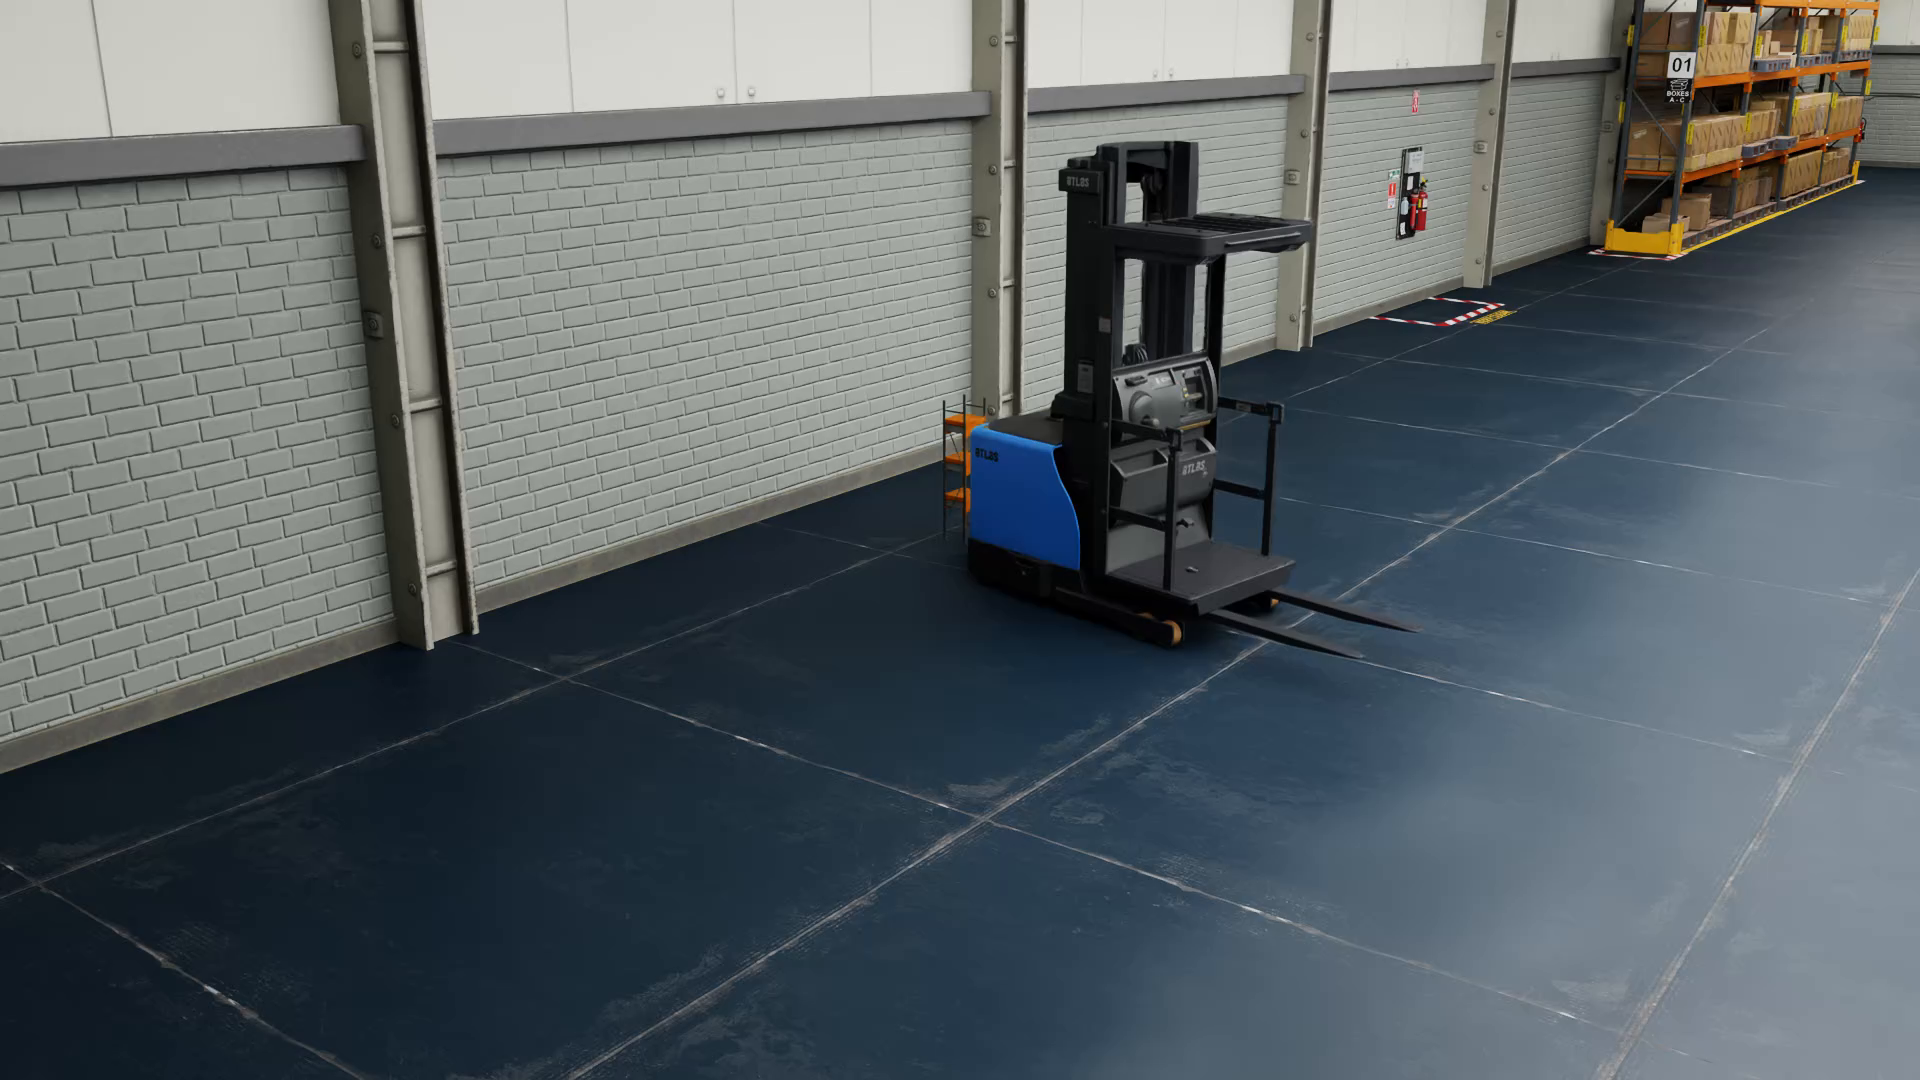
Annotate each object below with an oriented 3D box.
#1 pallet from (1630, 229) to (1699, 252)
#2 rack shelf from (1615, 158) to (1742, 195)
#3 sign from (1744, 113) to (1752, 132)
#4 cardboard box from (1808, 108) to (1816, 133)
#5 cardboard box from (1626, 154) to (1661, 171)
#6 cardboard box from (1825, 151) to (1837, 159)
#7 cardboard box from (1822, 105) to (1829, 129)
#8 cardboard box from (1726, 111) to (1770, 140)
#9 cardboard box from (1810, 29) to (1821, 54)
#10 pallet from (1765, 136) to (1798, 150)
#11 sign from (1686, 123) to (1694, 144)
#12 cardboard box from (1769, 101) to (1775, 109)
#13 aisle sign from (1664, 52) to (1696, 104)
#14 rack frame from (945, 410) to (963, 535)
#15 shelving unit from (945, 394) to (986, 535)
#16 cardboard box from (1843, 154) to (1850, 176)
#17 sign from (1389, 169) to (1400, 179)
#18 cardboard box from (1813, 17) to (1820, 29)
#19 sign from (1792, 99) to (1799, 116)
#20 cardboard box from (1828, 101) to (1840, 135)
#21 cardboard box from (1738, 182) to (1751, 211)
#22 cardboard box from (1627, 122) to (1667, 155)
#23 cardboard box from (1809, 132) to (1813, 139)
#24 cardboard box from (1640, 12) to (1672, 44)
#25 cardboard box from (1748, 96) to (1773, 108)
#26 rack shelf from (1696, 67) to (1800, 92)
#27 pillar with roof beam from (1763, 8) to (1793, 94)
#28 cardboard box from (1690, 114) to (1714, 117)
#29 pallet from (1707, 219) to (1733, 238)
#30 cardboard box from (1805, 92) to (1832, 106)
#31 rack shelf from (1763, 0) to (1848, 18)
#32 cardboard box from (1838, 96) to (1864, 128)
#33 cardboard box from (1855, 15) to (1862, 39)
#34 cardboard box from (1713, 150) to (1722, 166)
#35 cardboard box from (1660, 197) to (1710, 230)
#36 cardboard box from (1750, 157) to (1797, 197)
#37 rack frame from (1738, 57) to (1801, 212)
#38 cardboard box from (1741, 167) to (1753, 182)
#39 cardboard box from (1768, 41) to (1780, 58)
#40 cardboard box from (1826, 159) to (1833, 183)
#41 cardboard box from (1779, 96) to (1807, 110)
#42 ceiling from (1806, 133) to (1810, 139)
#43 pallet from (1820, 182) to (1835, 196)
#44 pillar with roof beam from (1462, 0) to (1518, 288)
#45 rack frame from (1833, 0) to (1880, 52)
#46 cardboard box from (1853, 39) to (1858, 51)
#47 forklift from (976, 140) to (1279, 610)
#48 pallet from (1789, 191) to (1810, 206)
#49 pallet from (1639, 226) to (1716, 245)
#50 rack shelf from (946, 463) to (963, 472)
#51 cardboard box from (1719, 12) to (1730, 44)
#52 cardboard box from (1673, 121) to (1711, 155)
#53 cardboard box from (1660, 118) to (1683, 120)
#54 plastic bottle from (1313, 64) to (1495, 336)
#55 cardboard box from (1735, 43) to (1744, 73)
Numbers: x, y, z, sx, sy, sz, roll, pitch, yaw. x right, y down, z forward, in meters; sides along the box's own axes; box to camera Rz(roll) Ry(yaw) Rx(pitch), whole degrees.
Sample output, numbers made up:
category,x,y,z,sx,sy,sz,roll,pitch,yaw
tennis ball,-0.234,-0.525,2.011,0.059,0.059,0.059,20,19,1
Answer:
category,x,y,z,sx,sy,sz,roll,pitch,yaw
pallet,11.895,-5.107,28.332,1.003,0.211,1.213,12,21,35
rack shelf,12.529,-6.366,28.898,1.077,0.370,4.000,12,21,35
sign,14.161,-7.505,29.894,0.100,0.325,0.005,12,21,35
cardboard box,17.519,-8.775,34.738,0.500,0.500,0.500,13,22,36
cardboard box,11.460,-6.316,27.745,0.500,0.250,0.500,13,21,35
cardboard box,19.677,-8.741,37.748,0.380,0.149,0.250,12,21,33
cardboard box,18.415,-9.136,35.901,0.500,0.500,0.500,12,21,34
cardboard box,15.108,-7.982,31.978,0.700,0.500,0.500,12,21,35
cardboard box,17.595,-10.447,34.860,0.700,0.500,0.500,12,21,34
pallet,15.765,-7.858,32.814,1.213,0.211,1.003,12,21,35
sign,11.773,-6.551,26.820,0.100,0.325,0.005,12,21,35
cardboard box,15.923,-8.619,32.935,0.380,0.149,0.250,9,20,28
aisle sign,11.536,-7.404,26.646,0.394,0.787,0.004,12,21,35
rack frame,-0.040,-0.485,12.035,0.190,0.915,0.003,12,21,35
shelving unit,0.033,-0.514,12.130,0.215,1.050,0.249,12,21,35
cardboard box,20.534,-8.866,39.243,0.700,0.500,0.500,12,21,35
sign,5.580,-4.698,21.360,0.001,0.109,0.331,12,21,35
cardboard box,17.858,-10.953,35.224,0.500,0.250,0.500,14,22,39
sign,16.546,-8.560,32.931,0.100,0.325,0.005,12,21,35
cardboard box,18.824,-9.361,36.823,0.980,0.700,0.700,13,21,36
cardboard box,14.750,-6.627,31.998,0.700,0.500,0.500,13,21,35
cardboard box,11.448,-6.679,27.648,0.500,0.500,0.500,12,21,34
cardboard box,17.883,-8.612,35.309,0.380,0.149,0.250,12,21,35
cardboard box,11.385,-8.349,27.126,0.500,0.500,0.500,14,22,37
cardboard box,16.166,-8.850,33.715,0.500,0.250,0.500,13,22,36
rack shelf,14.913,-8.751,31.521,1.077,0.370,4.000,12,21,35
pillar with roof beam,21.667,-11.515,34.151,9.100,9.000,0.400,12,21,35
cardboard box,13.273,-7.407,29.992,0.500,0.500,0.500,12,21,33
pallet,13.349,-5.688,30.203,1.003,0.211,1.213,12,21,35
cardboard box,18.415,-9.492,35.784,0.500,0.250,0.500,13,22,36
rack shelf,17.296,-10.945,34.203,1.077,0.370,4.000,12,21,35
cardboard box,20.575,-10.064,39.087,0.980,0.700,0.700,14,22,37
cardboard box,19.729,-11.421,37.017,0.500,0.500,0.500,13,21,35
cardboard box,12.793,-6.597,28.650,0.500,0.250,0.500,13,21,35
cardboard box,12.639,-5.700,29.014,0.700,0.500,0.500,11,20,31
cardboard box,16.648,-7.464,34.139,0.750,0.750,0.750,12,21,34
rack frame,16.104,-8.138,33.393,1.000,3.000,0.127,12,21,35
cardboard box,15.025,-7.084,32.206,0.500,0.250,0.500,12,21,34
cardboard box,15.257,-9.337,31.988,0.797,0.503,0.637,16,24,42
cardboard box,19.318,-8.377,37.668,0.700,0.500,0.500,12,21,34
cardboard box,16.902,-8.887,33.834,0.500,0.250,0.500,12,21,34
ceiling,15.220,-5.958,14.047,21.274,7.690,36.812,12,21,35
pallet,19.004,-7.927,37.413,1.003,0.211,1.213,12,21,35
pillar with roof beam,10.942,-7.228,20.345,9.100,9.000,0.400,12,21,35
rack frame,24.032,-7.906,27.264,20.791,5.808,16.191,12,21,35
cardboard box,19.726,-11.061,37.121,0.500,0.250,0.500,12,21,33
forklift,24.893,-3.507,18.217,46.598,3.159,23.390,-16,23,-41
pallet,17.362,-7.270,35.300,1.003,0.211,1.213,12,21,35
pallet,12.623,-5.396,29.264,1.003,0.211,1.213,12,21,35
rack shelf,0.032,-0.552,12.117,0.166,0.050,0.221,12,21,35
cardboard box,12.398,-8.484,27.559,0.500,0.500,0.500,13,22,36
cardboard box,12.166,-6.706,27.734,0.500,0.500,0.500,12,21,35
cardboard box,12.360,-7.041,28.813,0.500,0.500,0.500,13,21,35
plastic bottle,5.661,-4.465,21.394,0.200,3.100,6.000,12,21,35
cardboard box,13.307,-8.393,28.954,0.500,0.500,0.500,10,20,30
